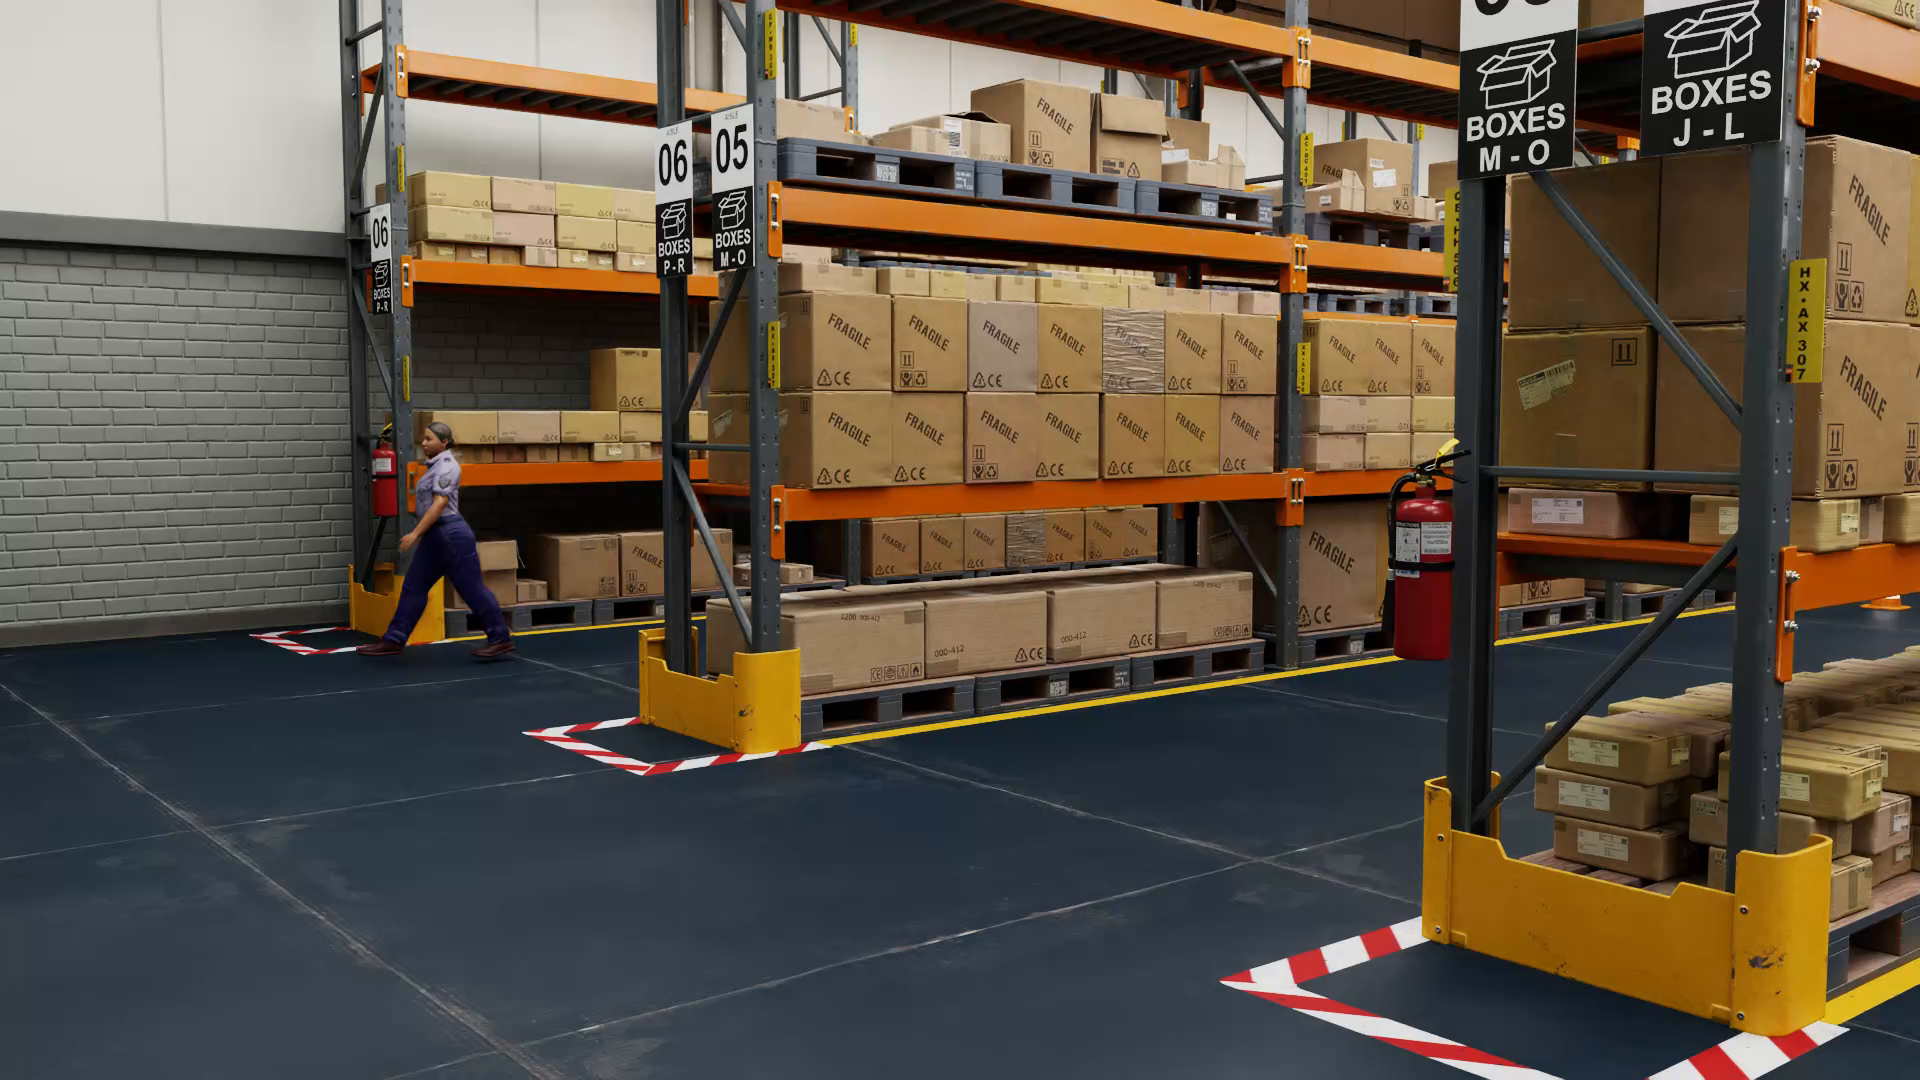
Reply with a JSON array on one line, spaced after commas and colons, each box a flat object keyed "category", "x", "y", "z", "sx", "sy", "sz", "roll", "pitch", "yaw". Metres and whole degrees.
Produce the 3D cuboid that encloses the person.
[{"category": "person", "x": -3.545, "y": -0.002, "z": 11.216, "sx": 0.988, "sy": 1.590, "sz": 0.580, "roll": -2, "pitch": 5, "yaw": -26}]
